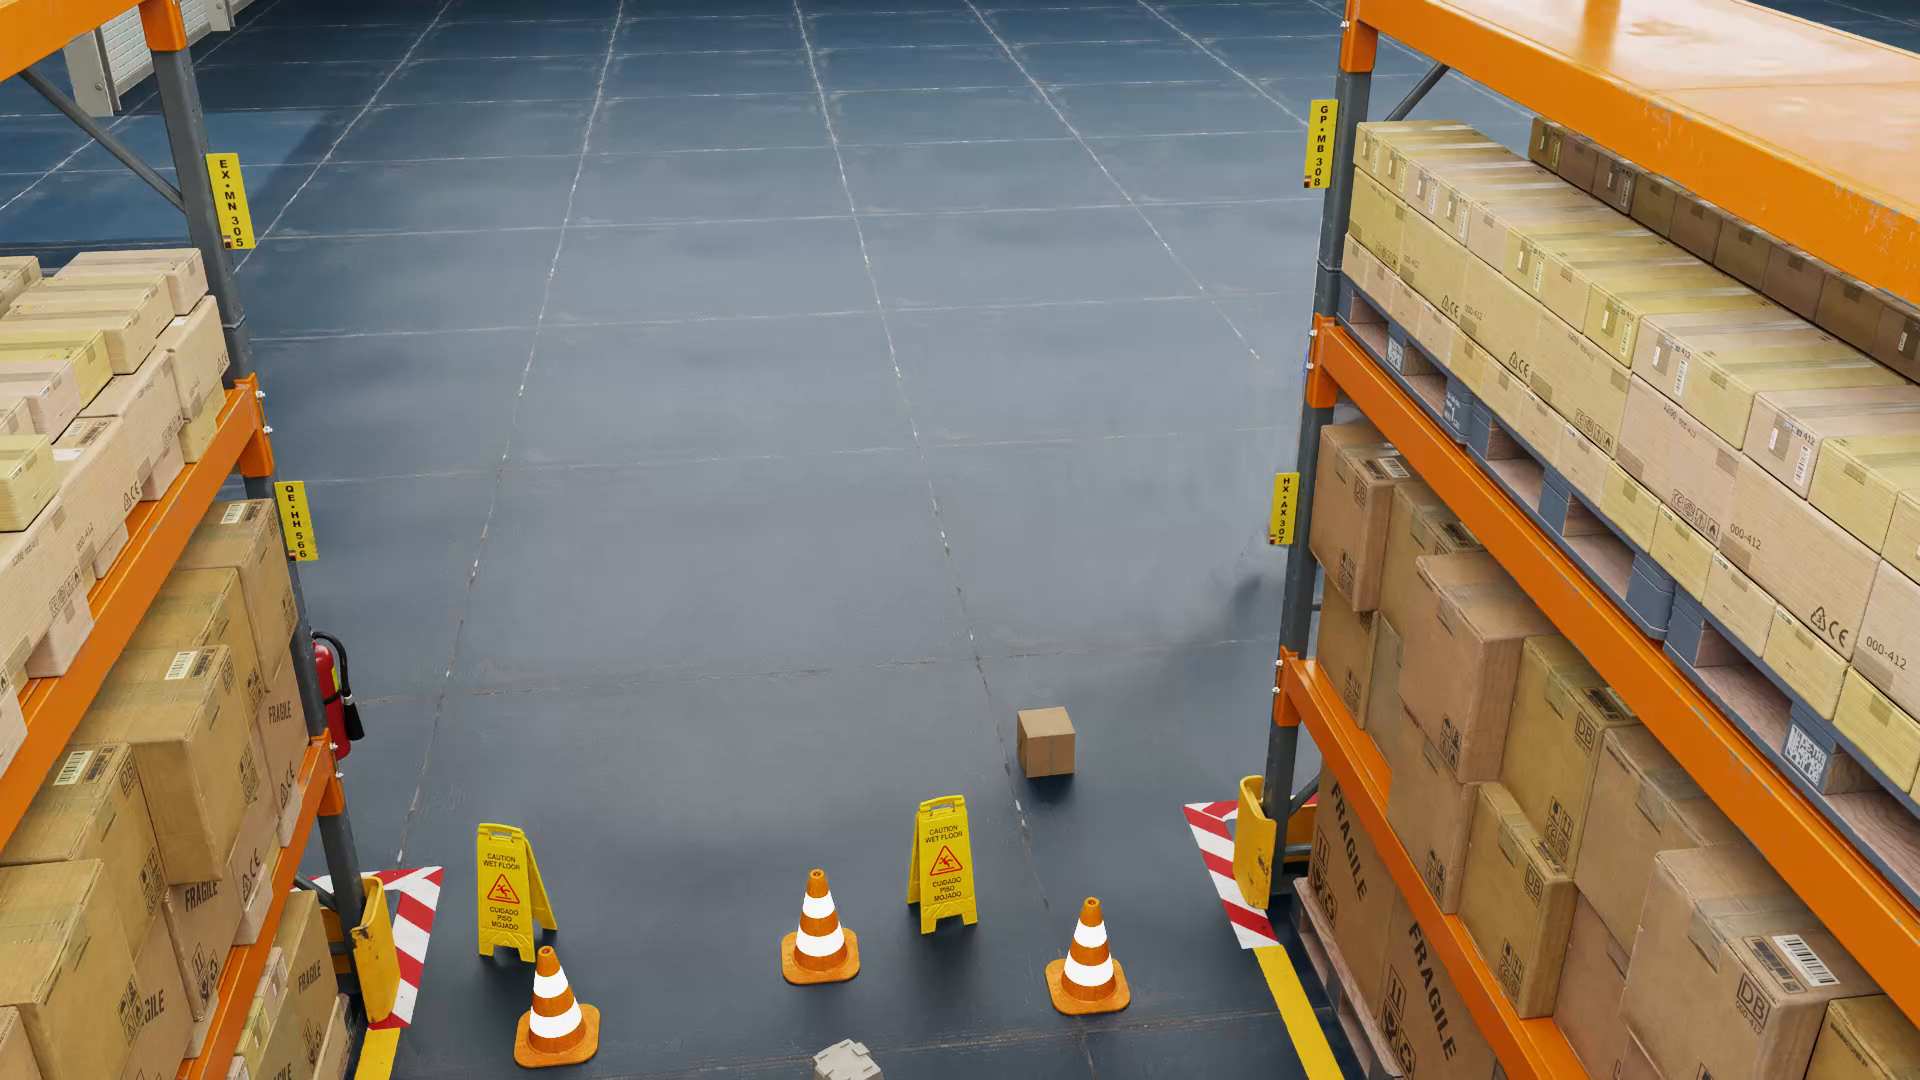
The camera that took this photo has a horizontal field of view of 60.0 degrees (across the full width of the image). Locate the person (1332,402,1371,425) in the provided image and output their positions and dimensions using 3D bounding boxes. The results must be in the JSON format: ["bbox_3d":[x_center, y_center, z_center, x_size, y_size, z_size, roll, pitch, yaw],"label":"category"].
[{"bbox_3d":[2.501,-0.644,10.599,0.655,1.499,0.437,-24,36,-38],"label":"person"}]
